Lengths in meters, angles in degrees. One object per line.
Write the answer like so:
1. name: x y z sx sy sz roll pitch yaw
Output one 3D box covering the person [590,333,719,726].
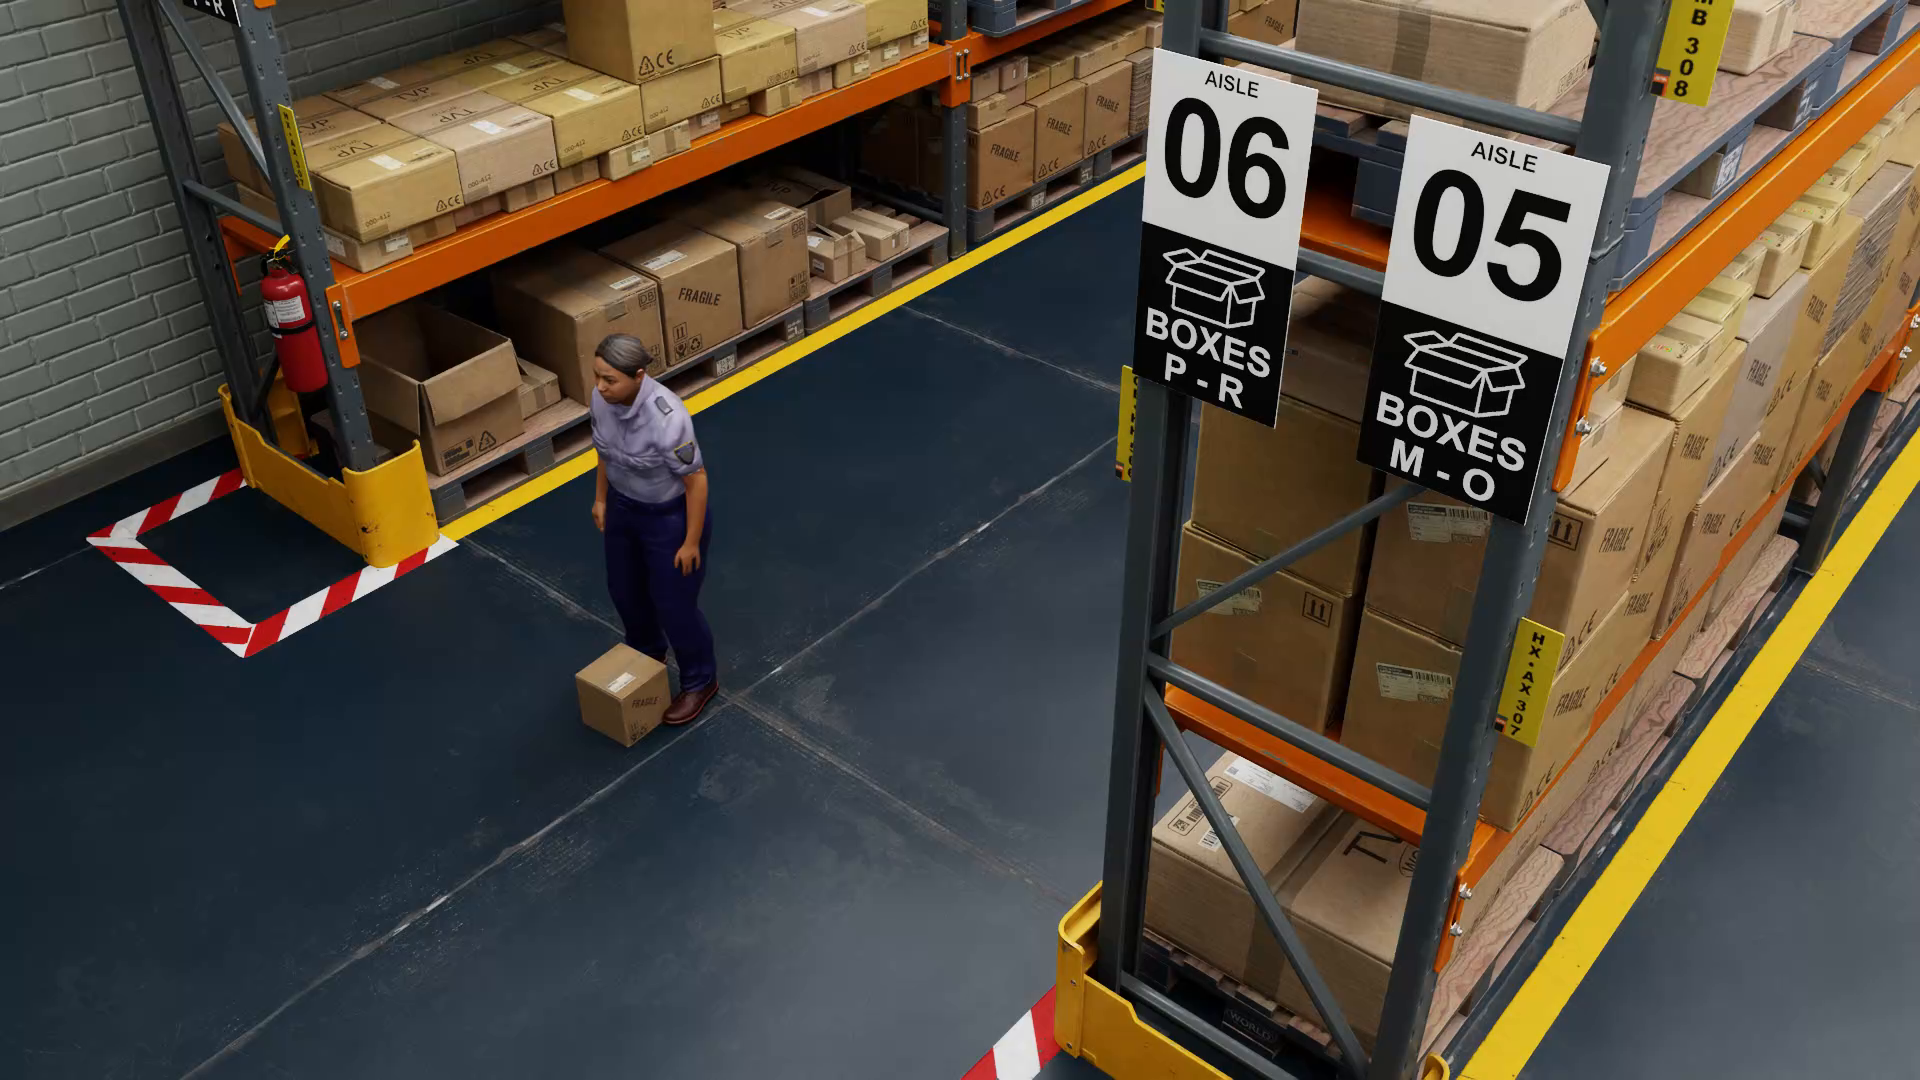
1. person: -1.161 -0.073 6.255 0.557 1.652 0.364 24 42 30
